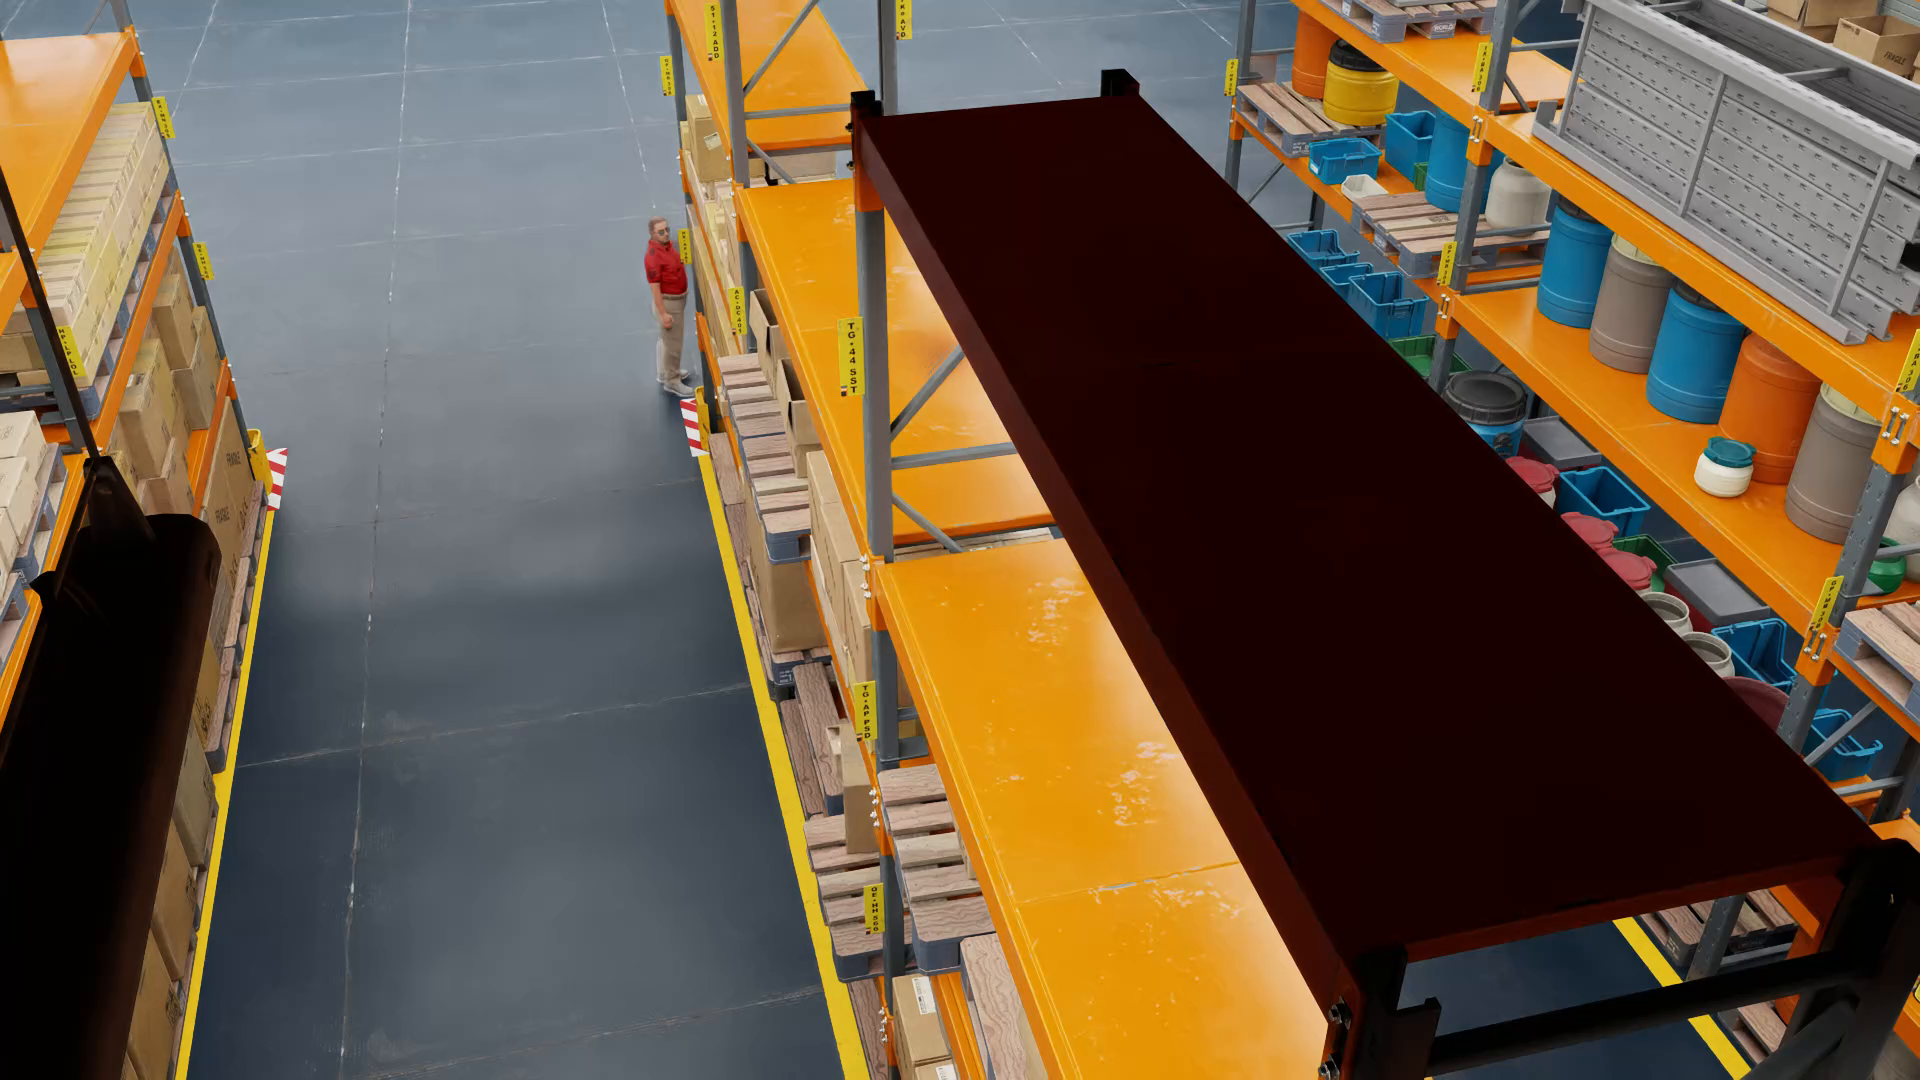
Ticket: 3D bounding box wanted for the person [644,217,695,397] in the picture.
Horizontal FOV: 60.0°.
[{"bbox_3d":[-2.768,-2.236,15.836,0.393,1.749,0.574,-4,35,-6],"label":"person"}]
